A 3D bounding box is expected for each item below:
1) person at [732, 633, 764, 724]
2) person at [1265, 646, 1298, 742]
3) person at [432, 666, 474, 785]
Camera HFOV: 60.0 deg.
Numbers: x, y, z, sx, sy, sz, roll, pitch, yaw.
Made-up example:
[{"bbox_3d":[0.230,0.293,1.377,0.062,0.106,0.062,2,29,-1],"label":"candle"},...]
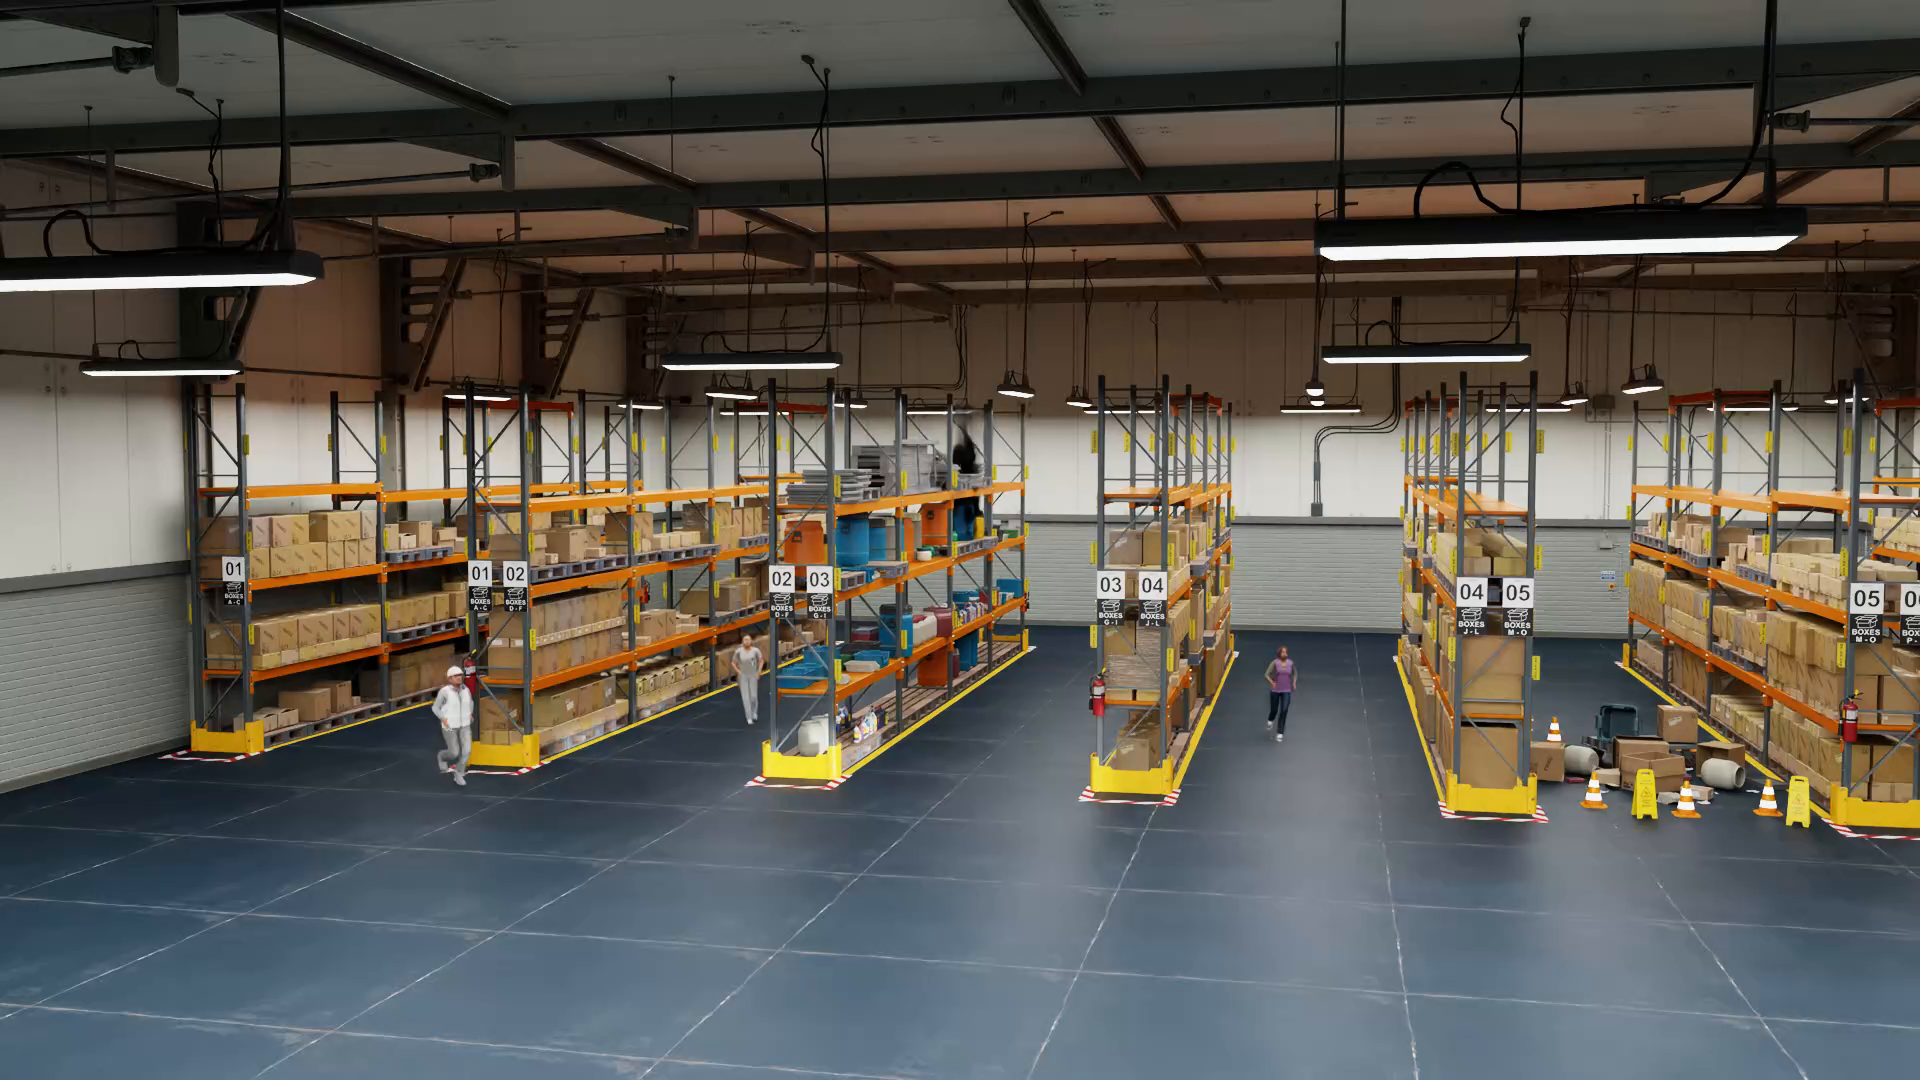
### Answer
[{"bbox_3d":[-3.805,2.483,29.761,0.567,1.631,0.553,0,3,-5],"label":"person"},{"bbox_3d":[5.479,2.590,28.322,0.575,1.576,0.883,0,3,2],"label":"person"},{"bbox_3d":[-7.505,2.745,24.692,0.671,1.749,0.650,-3,4,-43],"label":"person"}]
